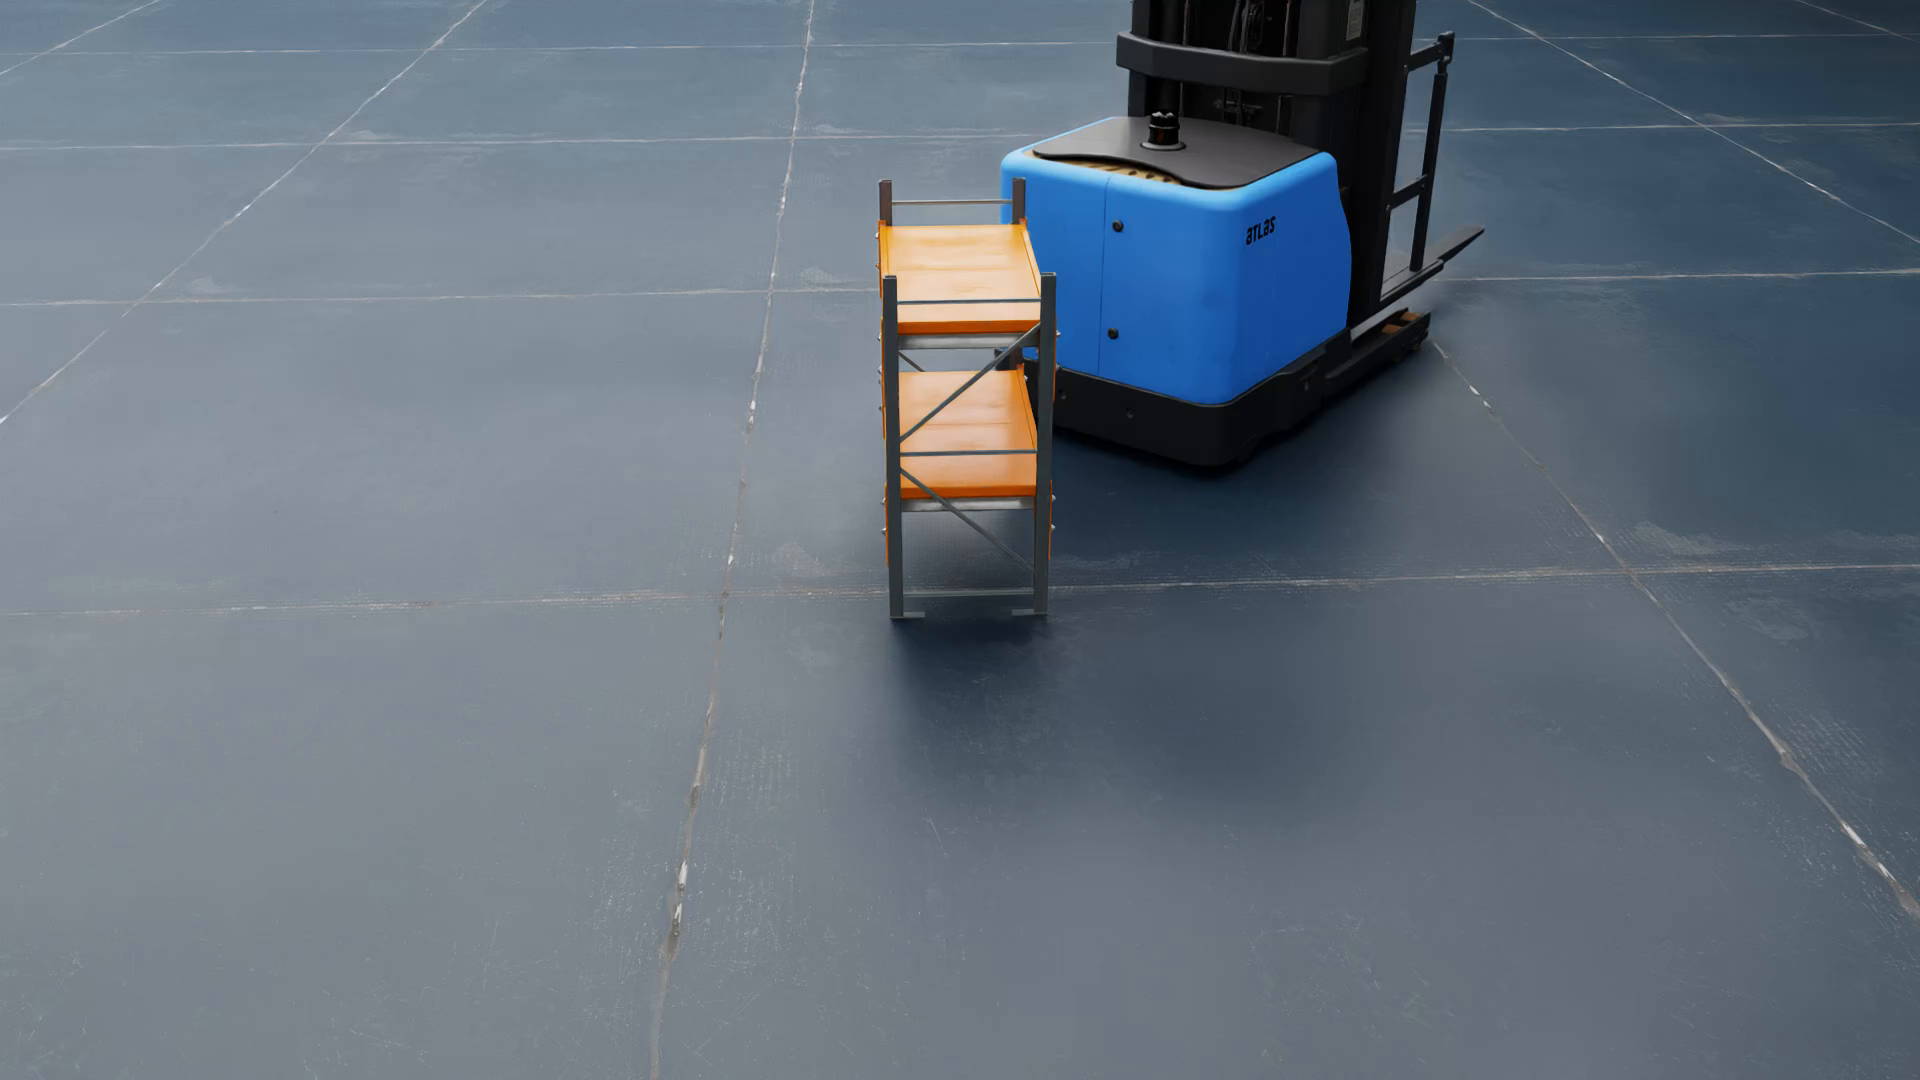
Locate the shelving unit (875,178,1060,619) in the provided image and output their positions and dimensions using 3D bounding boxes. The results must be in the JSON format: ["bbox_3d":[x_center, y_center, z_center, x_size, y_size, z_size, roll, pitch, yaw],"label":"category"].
[{"bbox_3d":[0.000,-0.496,5.484,0.538,1.125,1.048,-1,28,-3],"label":"shelving unit"}]

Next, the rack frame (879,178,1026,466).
[{"bbox_3d":[-0.026,-0.730,5.934,0.500,1.125,0.032,-1,28,-3],"label":"rack frame"}]

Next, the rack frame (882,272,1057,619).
[{"bbox_3d":[0.027,-0.261,5.034,0.500,1.125,0.032,-1,28,-3],"label":"rack frame"}]

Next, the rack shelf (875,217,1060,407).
[{"bbox_3d":[0.000,-0.755,5.349,0.538,0.278,1.000,-1,28,-3],"label":"rack shelf"}]

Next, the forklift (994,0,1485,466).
[{"bbox_3d":[1.425,-2.191,6.782,1.130,2.935,3.031,19,33,32],"label":"forklift"}]

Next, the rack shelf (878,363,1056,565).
[{"bbox_3d":[0.000,-0.279,5.597,0.538,0.278,1.000,-1,28,-3],"label":"rack shelf"}]
